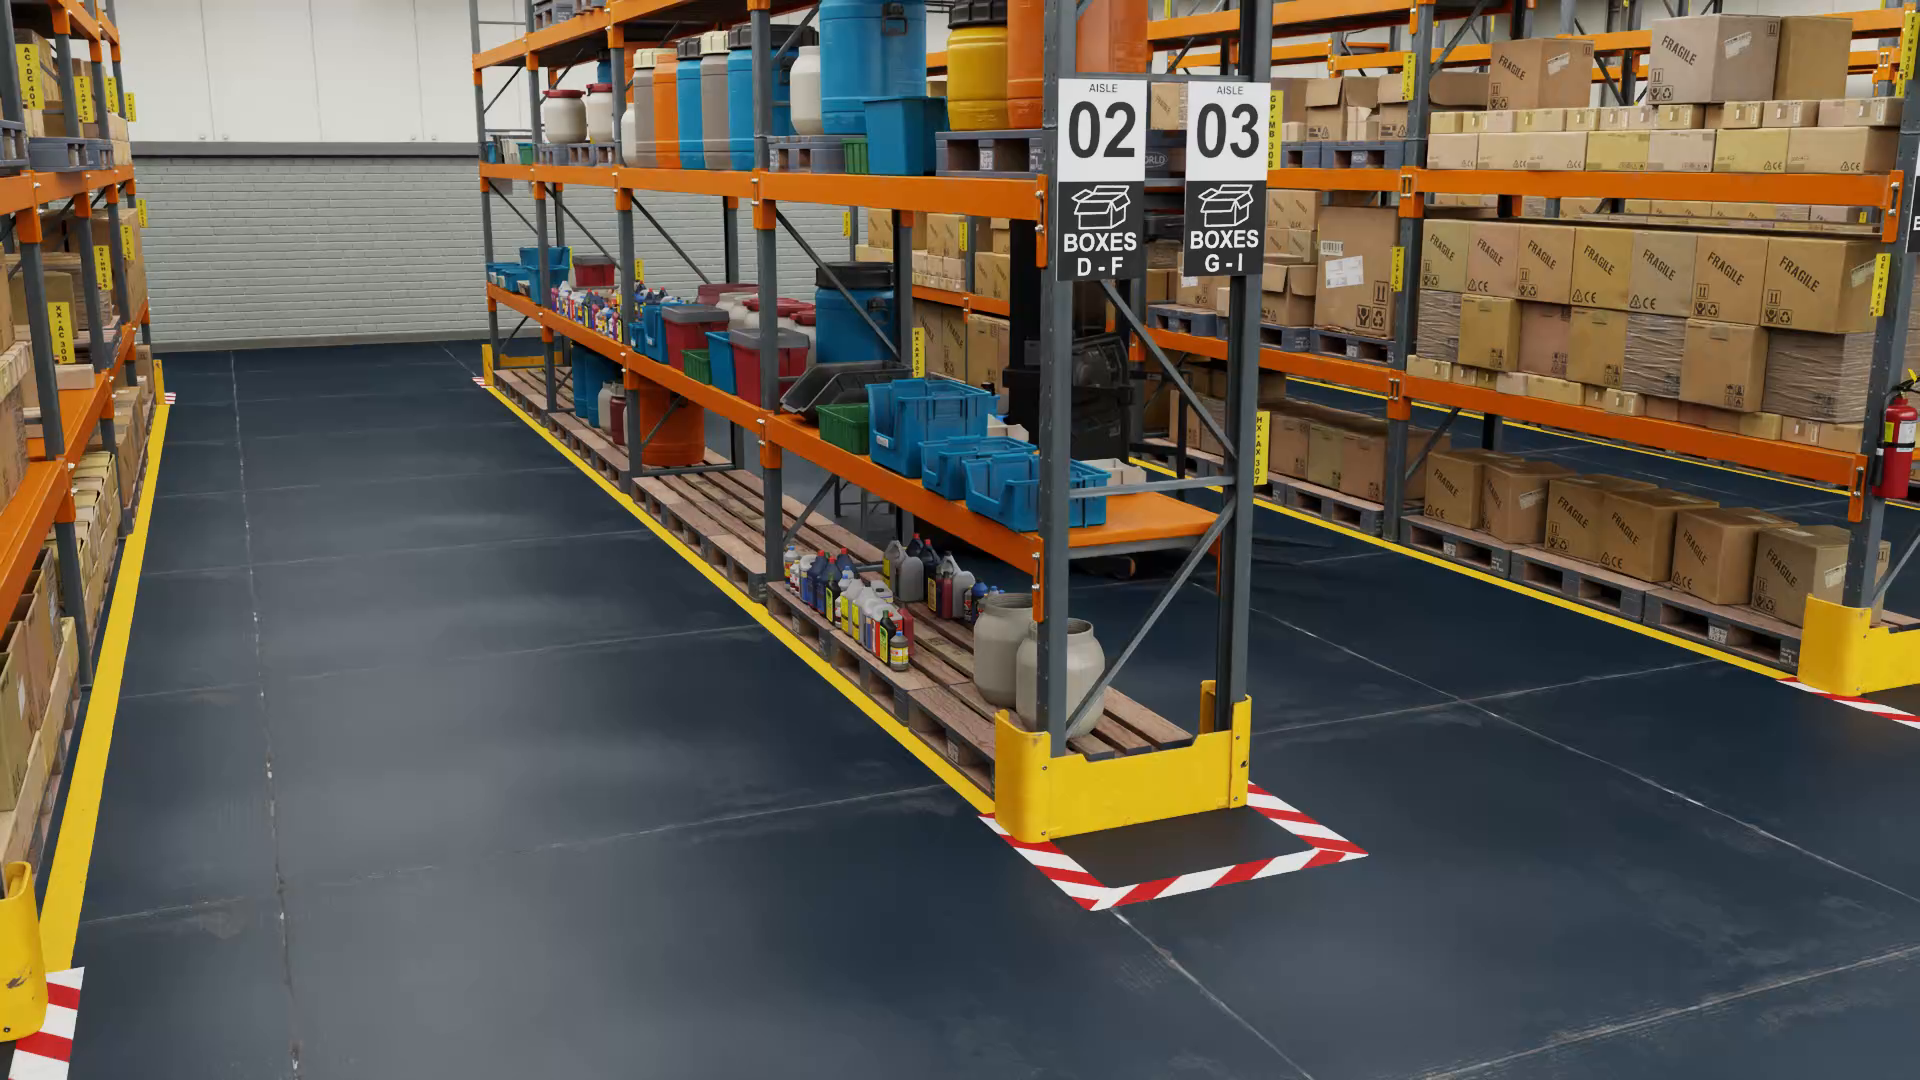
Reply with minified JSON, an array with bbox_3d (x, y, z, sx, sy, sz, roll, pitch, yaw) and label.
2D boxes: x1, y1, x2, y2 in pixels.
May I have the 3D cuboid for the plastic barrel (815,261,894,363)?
[{"bbox_3d":[-0.667,-1.398,11.147,0.600,0.901,0.708,-6,14,-23],"label":"plastic barrel"}]

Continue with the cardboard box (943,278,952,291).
[{"bbox_3d":[0.018,-3.111,20.218,0.380,0.149,0.250,-5,14,-22],"label":"cardboard box"}]

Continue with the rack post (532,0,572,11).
[{"bbox_3d":[-3.685,-5.409,16.450,0.937,0.300,0.954,-6,14,-24],"label":"rack post"}]

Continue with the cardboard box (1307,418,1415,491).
[{"bbox_3d":[3.349,-0.720,13.895,0.700,0.500,0.500,-6,14,-23],"label":"cardboard box"}]

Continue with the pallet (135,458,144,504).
[{"bbox_3d":[-7.681,-0.477,14.464,1.003,0.211,1.213,-6,14,-23],"label":"pallet"}]

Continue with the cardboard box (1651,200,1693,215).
[{"bbox_3d":[9.766,-4.358,22.610,0.500,0.500,0.500,-6,14,-23],"label":"cardboard box"}]

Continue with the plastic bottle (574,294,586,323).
[{"bbox_3d":[-3.694,-2.270,16.300,0.152,0.276,0.135,-6,14,-23],"label":"plastic bottle"}]

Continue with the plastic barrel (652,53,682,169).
[{"bbox_3d":[-2.000,-3.219,12.523,0.600,0.830,0.708,-6,14,-23],"label":"plastic barrel"}]

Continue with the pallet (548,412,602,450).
[{"bbox_3d":[-3.723,-1.178,17.491,1.003,0.211,1.213,-6,14,-23],"label":"pallet"}]

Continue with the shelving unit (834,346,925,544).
[{"bbox_3d":[-0.651,-0.827,13.117,0.538,1.500,1.048,-4,14,-15],"label":"shelving unit"}]

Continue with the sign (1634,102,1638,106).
[{"bbox_3d":[7.243,-4.548,17.893,0.100,0.325,0.005,-6,14,-23],"label":"sign"}]

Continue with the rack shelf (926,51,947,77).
[{"bbox_3d":[-0.257,-5.938,21.050,1.077,0.370,4.000,-6,14,-23],"label":"rack shelf"}]

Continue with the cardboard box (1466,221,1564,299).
[{"bbox_3d":[3.898,-1.956,11.569,0.500,0.500,0.500,-6,14,-23],"label":"cardboard box"}]

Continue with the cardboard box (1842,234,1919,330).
[{"bbox_3d":[5.381,-1.487,9.542,0.500,0.500,0.500,-6,14,-23],"label":"cardboard box"}]

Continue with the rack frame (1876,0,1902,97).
[{"bbox_3d":[11.227,-6.138,19.435,1.000,3.000,0.127,-6,14,-23],"label":"rack frame"}]

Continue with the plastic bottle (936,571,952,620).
[{"bbox_3d":[-0.097,0.319,9.886,0.061,0.283,0.133,-6,14,-23],"label":"plastic bottle"}]

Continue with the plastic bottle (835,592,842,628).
[{"bbox_3d":[-0.679,0.406,9.694,0.097,0.201,0.097,0,13,0],"label":"plastic bottle"}]

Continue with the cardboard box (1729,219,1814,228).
[{"bbox_3d":[7.720,-2.770,15.745,0.700,0.500,0.500,-6,14,-23],"label":"cardboard box"}]

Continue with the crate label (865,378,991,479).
[{"bbox_3d":[-0.172,-0.593,8.703,0.502,0.435,0.616,-6,14,-23],"label":"crate label"}]

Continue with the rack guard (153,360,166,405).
[{"bbox_3d":[-10.106,-1.846,19.737,1.175,0.500,0.348,-6,14,-23],"label":"rack guard"}]

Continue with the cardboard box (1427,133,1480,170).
[{"bbox_3d":[3.694,-2.766,11.850,0.500,0.250,0.500,-6,14,-25],"label":"cardboard box"}]

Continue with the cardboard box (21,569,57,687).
[{"bbox_3d":[-4.550,0.453,7.764,0.500,0.500,0.500,-6,14,-23],"label":"cardboard box"}]

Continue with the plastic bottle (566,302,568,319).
[{"bbox_3d":[-3.912,-2.331,16.728,0.097,0.201,0.097,0,13,0],"label":"plastic bottle"}]

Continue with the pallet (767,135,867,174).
[{"bbox_3d":[-0.411,-2.276,9.818,1.213,0.211,1.003,-6,14,-23],"label":"pallet"}]

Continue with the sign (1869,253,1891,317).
[{"bbox_3d":[4.835,-1.340,8.738,0.100,0.325,0.005,-6,14,-23],"label":"sign"}]

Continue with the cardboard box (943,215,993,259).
[{"bbox_3d":[0.115,-3.655,20.019,0.500,0.500,0.500,-5,14,-21],"label":"cardboard box"}]

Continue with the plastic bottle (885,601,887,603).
[{"bbox_3d":[-0.433,0.452,9.496,0.097,0.201,0.097,0,13,0],"label":"plastic bottle"}]

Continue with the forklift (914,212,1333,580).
[{"bbox_3d":[1.166,-1.286,11.927,3.031,2.935,1.130,8,15,30],"label":"forklift"}]

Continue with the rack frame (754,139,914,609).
[{"bbox_3d":[-0.789,-1.047,10.740,1.000,3.000,0.127,-6,14,-23],"label":"rack frame"}]

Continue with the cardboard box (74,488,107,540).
[{"bbox_3d":[-5.884,-0.164,10.848,0.500,0.311,0.500,-5,14,-21],"label":"cardboard box"}]

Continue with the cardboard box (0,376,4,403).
[{"bbox_3d":[-4.517,-0.666,7.433,0.380,0.149,0.250,-5,14,-21],"label":"cardboard box"}]

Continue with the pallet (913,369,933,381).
[{"bbox_3d":[-0.181,-2.205,21.929,1.003,0.211,1.213,-6,14,-23],"label":"pallet"}]

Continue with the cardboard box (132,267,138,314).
[{"bbox_3d":[-8.697,-2.537,16.958,0.500,0.500,0.500,-5,14,-22],"label":"cardboard box"}]

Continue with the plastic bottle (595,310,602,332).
[{"bbox_3d":[-3.340,-2.035,15.452,0.097,0.201,0.097,0,13,0],"label":"plastic bottle"}]

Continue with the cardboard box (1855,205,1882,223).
[{"bbox_3d":[11.253,-3.875,20.523,0.500,0.500,0.500,-6,14,-25],"label":"cardboard box"}]

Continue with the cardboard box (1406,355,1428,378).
[{"bbox_3d":[3.559,-1.300,12.392,0.380,0.149,0.250,-6,14,-23],"label":"cardboard box"}]

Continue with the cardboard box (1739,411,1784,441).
[{"bbox_3d":[4.801,-0.684,9.731,0.380,0.149,0.250,-6,14,-23],"label":"cardboard box"}]

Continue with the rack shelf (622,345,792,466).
[{"bbox_3d":[-1.591,-1.110,12.607,1.077,0.370,4.000,-6,14,-23],"label":"rack shelf"}]

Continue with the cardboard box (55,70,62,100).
[{"bbox_3d":[-8.111,-3.770,14.478,0.600,0.600,0.600,-6,14,-24],"label":"cardboard box"}]

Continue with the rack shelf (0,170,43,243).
[{"bbox_3d":[-4.528,-1.298,6.768,1.077,0.370,4.000,-6,14,-23],"label":"rack shelf"}]

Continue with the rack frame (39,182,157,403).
[{"bbox_3d":[-10.136,-3.079,19.523,1.000,3.000,0.127,-6,14,-23],"label":"rack frame"}]

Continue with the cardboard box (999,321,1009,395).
[{"bbox_3d":[1.178,-2.001,18.646,1.225,0.875,0.875,-6,14,-25],"label":"cardboard box"}]

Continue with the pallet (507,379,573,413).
[{"bbox_3d":[-4.817,-1.742,19.928,1.003,0.211,1.213,-6,14,-23],"label":"pallet"}]

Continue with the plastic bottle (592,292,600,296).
[{"bbox_3d":[-3.647,-2.332,16.567,0.152,0.276,0.135,-6,14,-23],"label":"plastic bottle"}]

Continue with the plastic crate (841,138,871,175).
[{"bbox_3d":[-0.407,-2.054,8.911,0.336,0.188,0.450,-6,14,-23],"label":"plastic crate"}]

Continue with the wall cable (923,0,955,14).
[{"bbox_3d":[-0.165,-9.943,28.739,2.277,5.999,0.120,-6,14,-23],"label":"wall cable"}]

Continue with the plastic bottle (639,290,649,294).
[{"bbox_3d":[-3.192,-2.407,16.894,0.152,0.276,0.135,-6,14,-23],"label":"plastic bottle"}]

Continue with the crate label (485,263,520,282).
[{"bbox_3d":[-5.799,-3.393,21.116,0.416,0.233,0.303,-6,14,-23],"label":"crate label"}]

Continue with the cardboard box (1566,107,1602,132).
[{"bbox_3d":[4.153,-2.716,10.747,0.380,0.149,0.250,-6,14,-24],"label":"cardboard box"}]

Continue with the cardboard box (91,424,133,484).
[{"bbox_3d":[-7.067,-0.651,13.597,0.500,0.500,0.500,-6,14,-25],"label":"cardboard box"}]

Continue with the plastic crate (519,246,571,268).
[{"bbox_3d":[-5.291,-3.520,21.216,0.616,0.435,0.499,-6,14,-23],"label":"plastic crate"}]

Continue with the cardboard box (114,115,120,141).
[{"bbox_3d":[-8.893,-4.215,17.002,0.500,0.250,0.500,-6,14,-23],"label":"cardboard box"}]

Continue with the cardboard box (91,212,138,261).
[{"bbox_3d":[-9.085,-3.231,17.739,0.500,0.500,0.500,-5,14,-21],"label":"cardboard box"}]
